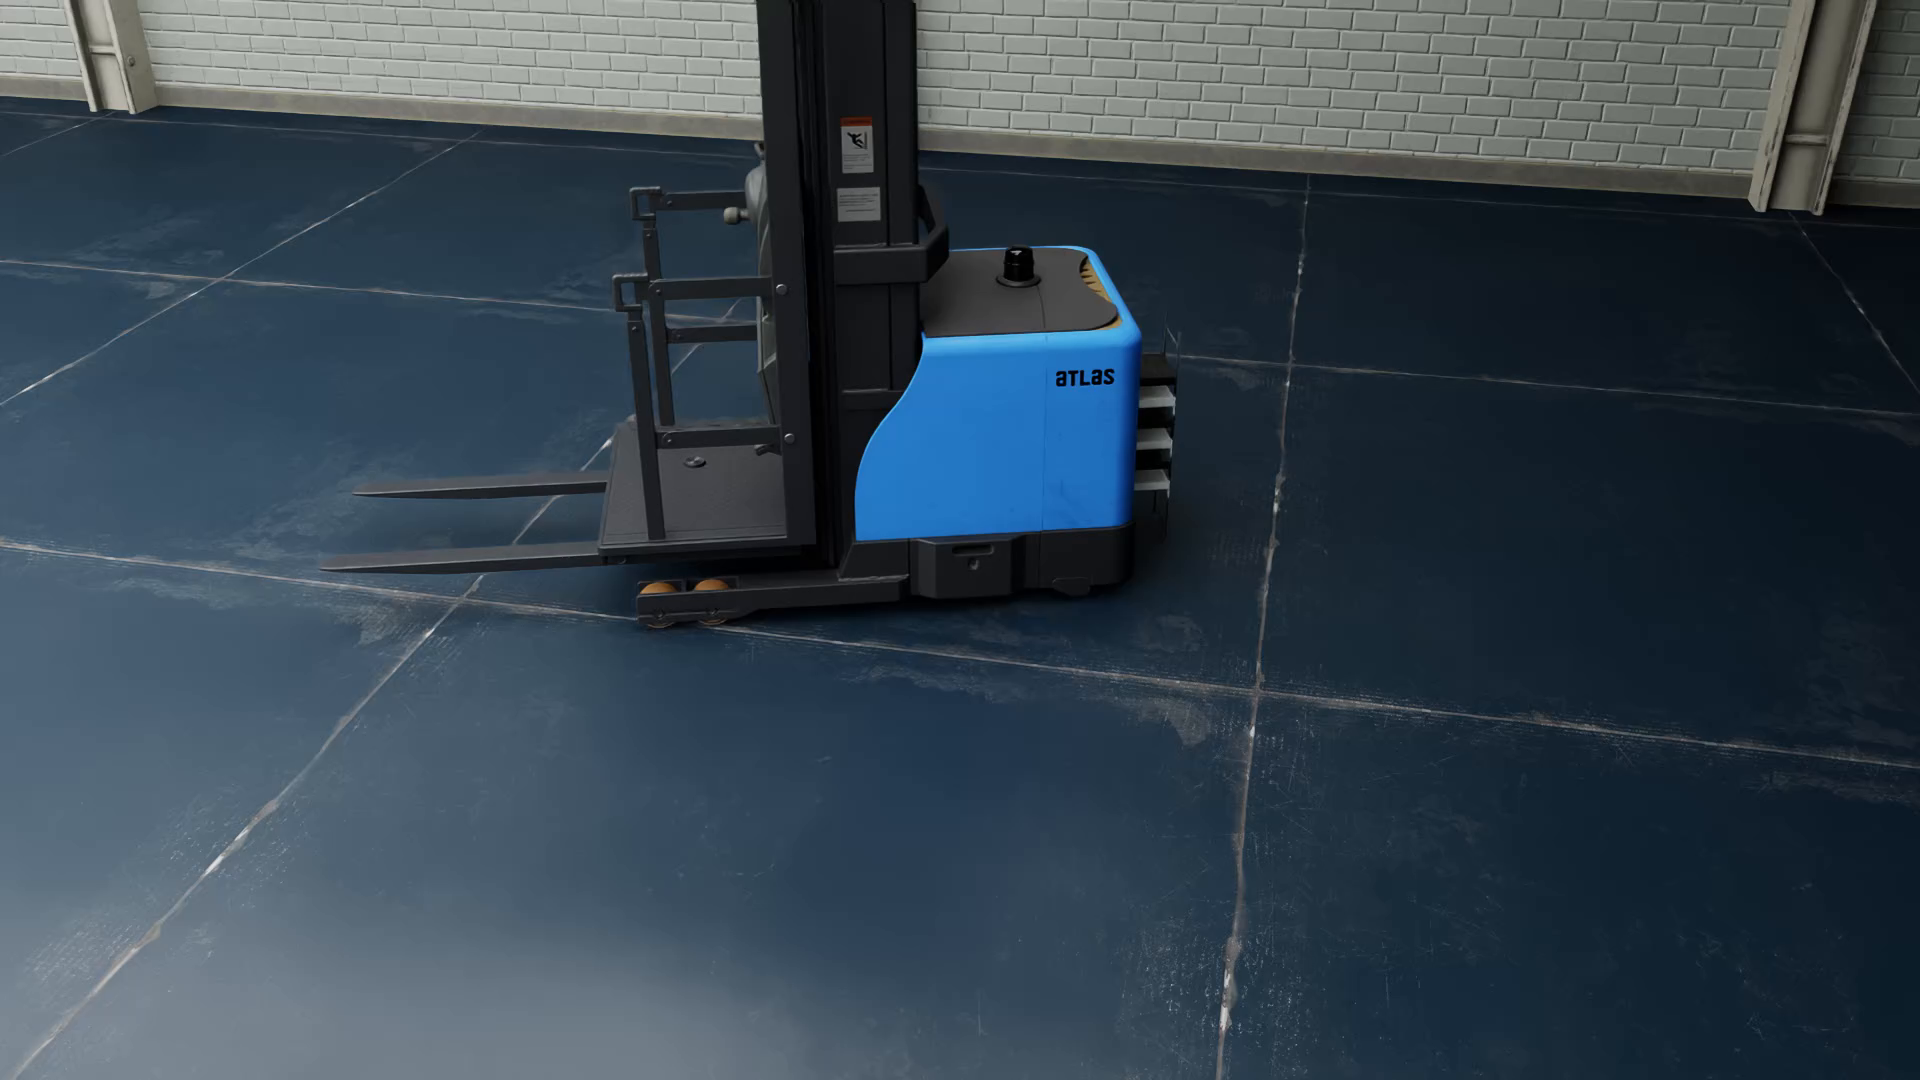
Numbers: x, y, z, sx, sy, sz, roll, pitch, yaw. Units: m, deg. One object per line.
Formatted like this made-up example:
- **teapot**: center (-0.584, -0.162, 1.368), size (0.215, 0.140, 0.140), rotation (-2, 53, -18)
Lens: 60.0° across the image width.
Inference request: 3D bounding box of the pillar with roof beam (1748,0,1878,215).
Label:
- **pillar with roof beam**: center (4.385, -4.065, 4.804), size (0.400, 9.000, 9.100), rotation (6, 29, 11)

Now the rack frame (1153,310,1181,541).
- **rack frame**: center (0.823, -0.448, 6.632), size (0.006, 0.900, 0.240), rotation (-3, 29, -6)

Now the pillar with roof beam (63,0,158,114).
- **pillar with roof beam**: center (-7.350, -5.268, 7.002), size (0.400, 9.000, 9.100), rotation (6, 29, 11)

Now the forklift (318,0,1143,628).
- **forklift**: center (-0.889, -1.228, 5.941), size (3.031, 2.935, 1.130), rotation (-3, 29, -6)

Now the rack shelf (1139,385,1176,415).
- **rack shelf**: center (0.722, -0.571, 6.551), size (0.200, 0.077, 0.258), rotation (-3, 29, -6)

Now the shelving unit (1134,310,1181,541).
- **shelving unit**: center (0.722, -0.443, 6.622), size (0.210, 0.900, 0.258), rotation (-3, 29, -6)

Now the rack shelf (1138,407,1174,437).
- **rack shelf**: center (0.722, -0.492, 6.594), size (0.200, 0.077, 0.258), rotation (-3, 29, -6)

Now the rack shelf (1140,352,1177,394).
- **rack shelf**: center (0.722, -0.650, 6.508), size (0.200, 0.077, 0.258), rotation (-3, 29, -6)

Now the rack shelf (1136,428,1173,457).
- **rack shelf**: center (0.722, -0.413, 6.638), size (0.200, 0.077, 0.258), rotation (-3, 29, -6)

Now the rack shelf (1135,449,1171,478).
- **rack shelf**: center (0.722, -0.335, 6.681), size (0.200, 0.077, 0.258), rotation (-3, 29, -6)

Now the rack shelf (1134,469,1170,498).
- **rack shelf**: center (0.722, -0.256, 6.724), size (0.200, 0.077, 0.258), rotation (-3, 29, -6)
